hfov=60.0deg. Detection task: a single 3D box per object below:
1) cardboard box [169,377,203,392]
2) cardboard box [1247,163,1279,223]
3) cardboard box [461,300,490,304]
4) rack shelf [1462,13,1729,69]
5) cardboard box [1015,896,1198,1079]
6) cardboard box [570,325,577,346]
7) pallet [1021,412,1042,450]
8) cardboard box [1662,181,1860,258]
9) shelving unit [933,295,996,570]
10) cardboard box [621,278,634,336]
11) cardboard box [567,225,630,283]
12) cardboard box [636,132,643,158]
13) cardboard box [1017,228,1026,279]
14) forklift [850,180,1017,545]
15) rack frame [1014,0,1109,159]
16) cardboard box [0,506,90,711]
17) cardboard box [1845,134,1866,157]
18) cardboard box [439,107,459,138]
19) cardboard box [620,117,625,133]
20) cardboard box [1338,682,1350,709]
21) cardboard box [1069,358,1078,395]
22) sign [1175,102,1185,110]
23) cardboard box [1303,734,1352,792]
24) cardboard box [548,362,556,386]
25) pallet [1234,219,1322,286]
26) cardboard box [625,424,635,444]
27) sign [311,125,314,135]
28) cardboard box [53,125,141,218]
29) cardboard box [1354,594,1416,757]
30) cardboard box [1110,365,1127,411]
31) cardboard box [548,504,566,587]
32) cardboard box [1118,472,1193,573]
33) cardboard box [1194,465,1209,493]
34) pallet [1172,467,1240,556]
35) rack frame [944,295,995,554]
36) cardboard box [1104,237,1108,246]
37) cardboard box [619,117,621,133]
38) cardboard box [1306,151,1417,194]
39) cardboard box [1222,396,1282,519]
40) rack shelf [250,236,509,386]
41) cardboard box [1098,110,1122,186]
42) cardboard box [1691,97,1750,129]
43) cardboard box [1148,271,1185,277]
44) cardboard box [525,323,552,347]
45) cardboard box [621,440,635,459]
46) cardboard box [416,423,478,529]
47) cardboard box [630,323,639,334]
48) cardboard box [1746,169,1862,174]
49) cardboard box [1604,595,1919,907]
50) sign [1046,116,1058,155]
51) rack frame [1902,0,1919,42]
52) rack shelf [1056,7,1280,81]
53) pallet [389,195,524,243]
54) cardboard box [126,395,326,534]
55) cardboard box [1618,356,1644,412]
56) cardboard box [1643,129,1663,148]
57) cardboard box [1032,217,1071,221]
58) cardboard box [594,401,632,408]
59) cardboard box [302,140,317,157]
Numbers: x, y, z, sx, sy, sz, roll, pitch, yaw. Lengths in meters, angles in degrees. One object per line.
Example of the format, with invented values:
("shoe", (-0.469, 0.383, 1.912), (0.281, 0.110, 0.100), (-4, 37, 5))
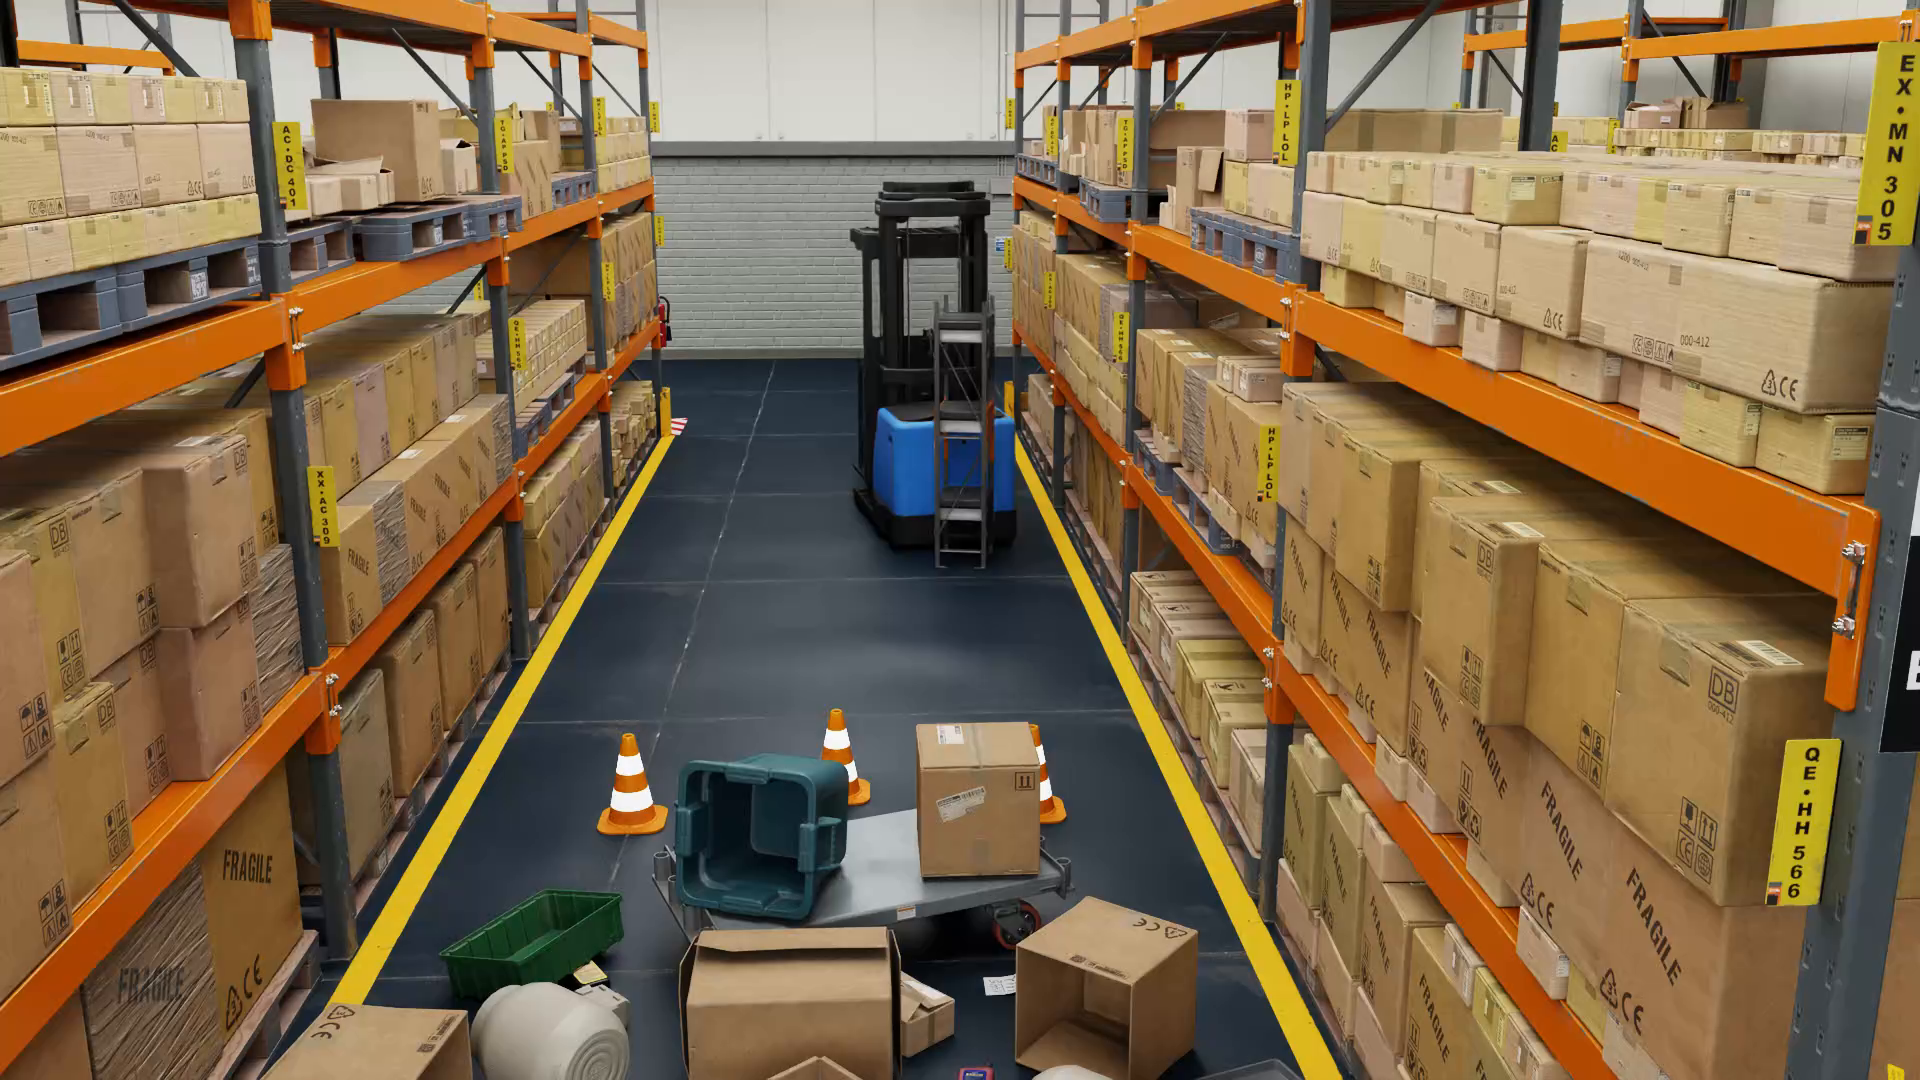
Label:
("cardboard box", (-8.669, -1.615, 17.703), (0.875, 0.875, 0.875), (-1, 14, -3))
("cardboard box", (1.639, -1.619, 7.738), (0.500, 0.250, 0.500), (-1, 14, -3))
("cardboard box", (-4.019, -1.920, 13.935), (0.380, 0.149, 0.250), (0, 14, -1))
("rack shelf", (6.180, -4.887, 16.410), (1.077, 0.370, 4.000), (-1, 14, -3))
("cardboard box", (0.554, 1.730, 6.294), (0.500, 0.500, 0.500), (10, 18, 35))
("cardboard box", (-3.332, -1.657, 13.513), (0.380, 0.149, 0.250), (0, 14, -1))
("pallet", (1.230, -1.203, 18.279), (1.003, 0.211, 1.213), (-1, 14, -3))
("cardboard box", (1.766, -0.697, 3.598), (0.380, 0.149, 0.250), (-1, 14, -4))
("shelving unit", (0.038, -0.852, 13.120), (0.431, 2.100, 0.503), (2, 14, 8))
("cardboard box", (-3.396, -2.223, 15.850), (0.500, 0.500, 0.500), (-1, 14, -5))
("cardboard box", (-3.416, -2.702, 15.704), (0.500, 0.500, 0.500), (-1, 14, -3))
("cardboard box", (-3.516, -4.034, 16.963), (0.500, 0.250, 0.500), (-1, 14, -5))
("cardboard box", (0.887, -3.032, 17.582), (0.500, 0.500, 0.500), (-1, 14, -5))
("forklift", (-0.359, -1.702, 14.759), (1.130, 2.935, 3.031), (-3, 15, -12))
("rack frame", (1.102, -5.657, 17.952), (1.000, 3.000, 0.127), (-1, 14, -3))
("cardboard box", (-3.013, 0.235, 4.627), (0.875, 0.550, 0.500), (-1, 14, -3))
("cardboard box", (6.325, -2.704, 11.401), (0.380, 0.149, 0.250), (-1, 14, -5))
("cardboard box", (-3.721, -2.948, 11.708), (0.396, 0.266, 0.258), (-1, 14, -3))
("cardboard box", (-3.445, -4.004, 16.045), (0.380, 0.149, 0.250), (-1, 14, -5))
("cardboard box", (1.660, 0.566, 6.312), (0.380, 0.149, 0.250), (-1, 14, -4))
("cardboard box", (1.163, -1.314, 13.414), (0.500, 0.250, 0.500), (-1, 14, -4))
("sign", (1.891, -3.623, 14.398), (0.100, 0.325, 0.005), (-1, 14, -3))
("cardboard box", (1.561, 0.867, 6.505), (0.380, 0.149, 0.250), (-1, 14, -3))
("cardboard box", (-3.261, -1.251, 12.529), (0.380, 0.149, 0.250), (-1, 14, -5))
("pallet", (1.914, -1.284, 7.353), (1.213, 0.211, 1.003), (-1, 14, -3))
("cardboard box", (-3.403, -1.038, 16.322), (0.380, 0.149, 0.250), (-1, 14, -4))
("sign", (-3.878, -2.355, 10.103), (0.100, 0.325, 0.005), (-1, 14, -3))
("cardboard box", (-2.742, -1.073, 4.816), (0.500, 0.250, 0.500), (-1, 14, -4))
("cardboard box", (1.667, 0.404, 5.639), (0.500, 0.500, 0.500), (-1, 14, -4))
("cardboard box", (1.314, -1.048, 11.376), (0.500, 0.250, 0.500), (-1, 14, -4))
("cardboard box", (-3.160, 0.042, 12.016), (0.500, 0.500, 0.500), (-1, 14, -3))
("cardboard box", (1.638, -0.109, 11.852), (0.875, 0.875, 0.875), (-1, 14, -4))
("cardboard box", (1.484, -0.357, 9.055), (0.380, 0.149, 0.250), (0, 14, -2))
("pallet", (1.762, -0.177, 9.080), (1.003, 0.211, 1.213), (-1, 14, -3))
("rack frame", (0.072, -0.911, 13.354), (0.400, 2.100, 0.015), (2, 14, 8))
("cardboard box", (1.500, -2.812, 15.427), (0.380, 0.149, 0.250), (-1, 14, -4))
("cardboard box", (-3.423, -3.939, 15.793), (0.380, 0.149, 0.250), (-1, 14, -5))
("cardboard box", (1.540, -1.401, 6.334), (0.380, 0.149, 0.250), (-1, 14, -4))
("cardboard box", (1.556, -0.397, 7.910), (0.500, 0.500, 0.500), (-1, 14, -3))
("rack shelf", (-3.212, -1.267, 8.355), (1.077, 0.370, 4.000), (-1, 14, -3))
("cardboard box", (1.347, -2.709, 11.474), (0.700, 0.500, 0.500), (-2, 15, -6))
("cardboard box", (6.441, -3.621, 14.093), (0.396, 0.266, 0.258), (-1, 14, -3))
("cardboard box", (1.727, -1.798, 12.789), (0.500, 0.500, 0.500), (-1, 14, -3))
("cardboard box", (-3.266, -1.537, 12.447), (0.380, 0.149, 0.250), (-1, 14, -4))
("cardboard box", (-3.407, -0.895, 16.364), (0.380, 0.149, 0.250), (-1, 14, -5))
("cardboard box", (-2.980, -0.352, 9.175), (0.500, 0.500, 0.500), (-1, 14, -4))
("cardboard box", (-3.495, -2.198, 17.052), (0.380, 0.149, 0.250), (-2, 15, -6))
("cardboard box", (2.303, -0.896, 4.374), (0.380, 0.149, 0.250), (0, 14, -2))
("cardboard box", (1.844, 0.428, 3.540), (0.700, 0.500, 0.500), (-1, 14, -5))
("sign", (0.796, -3.489, 14.350), (0.100, 0.325, 0.005), (-1, 14, -3))
("rack frame", (6.552, -3.745, 10.521), (1.000, 3.000, 0.127), (-1, 14, -3))
("rack shelf", (1.474, -3.622, 12.292), (1.077, 0.370, 4.000), (-1, 14, -3))
("pallet", (-3.243, -1.862, 9.603), (1.213, 0.211, 1.003), (0, 14, -1))
("cardboard box", (-3.125, -0.321, 7.048), (0.700, 0.500, 0.500), (-1, 14, -4))
("cardboard box", (1.813, -0.379, 3.966), (0.380, 0.149, 0.250), (-1, 14, -3))
("cardboard box", (5.946, -3.351, 13.874), (0.380, 0.149, 0.250), (-1, 14, -4))
("cardboard box", (0.940, -3.245, 17.111), (0.380, 0.149, 0.250), (-1, 14, -3))
("cardboard box", (-3.514, -1.308, 16.776), (0.380, 0.149, 0.250), (-1, 14, -5))
("cardboard box", (-3.448, -1.886, 8.451), (0.500, 0.311, 0.500), (-1, 14, -4))
